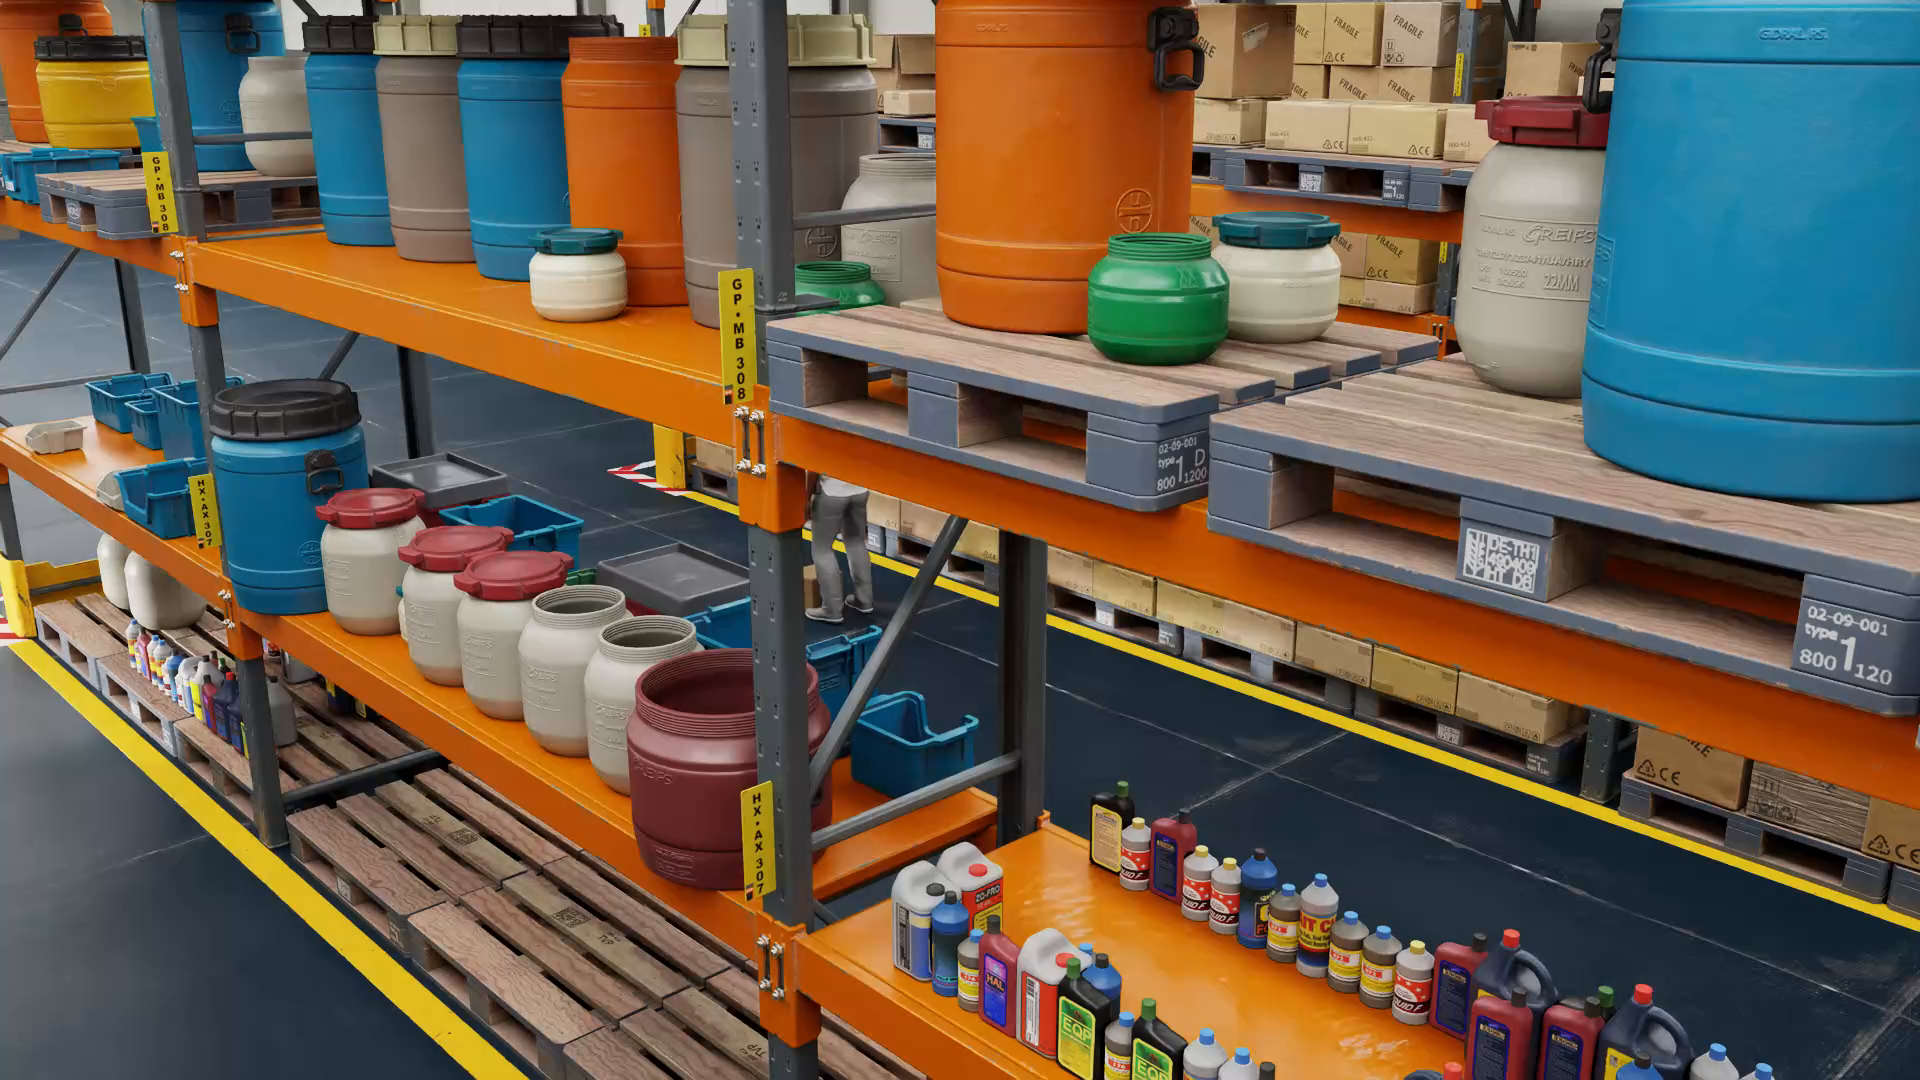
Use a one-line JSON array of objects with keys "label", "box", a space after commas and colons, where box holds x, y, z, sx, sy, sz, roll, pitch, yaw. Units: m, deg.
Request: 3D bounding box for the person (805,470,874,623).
[{"label": "person", "box": [-0.773, -0.301, 10.511, 0.512, 1.657, 0.399, -16, 24, -41]}]
